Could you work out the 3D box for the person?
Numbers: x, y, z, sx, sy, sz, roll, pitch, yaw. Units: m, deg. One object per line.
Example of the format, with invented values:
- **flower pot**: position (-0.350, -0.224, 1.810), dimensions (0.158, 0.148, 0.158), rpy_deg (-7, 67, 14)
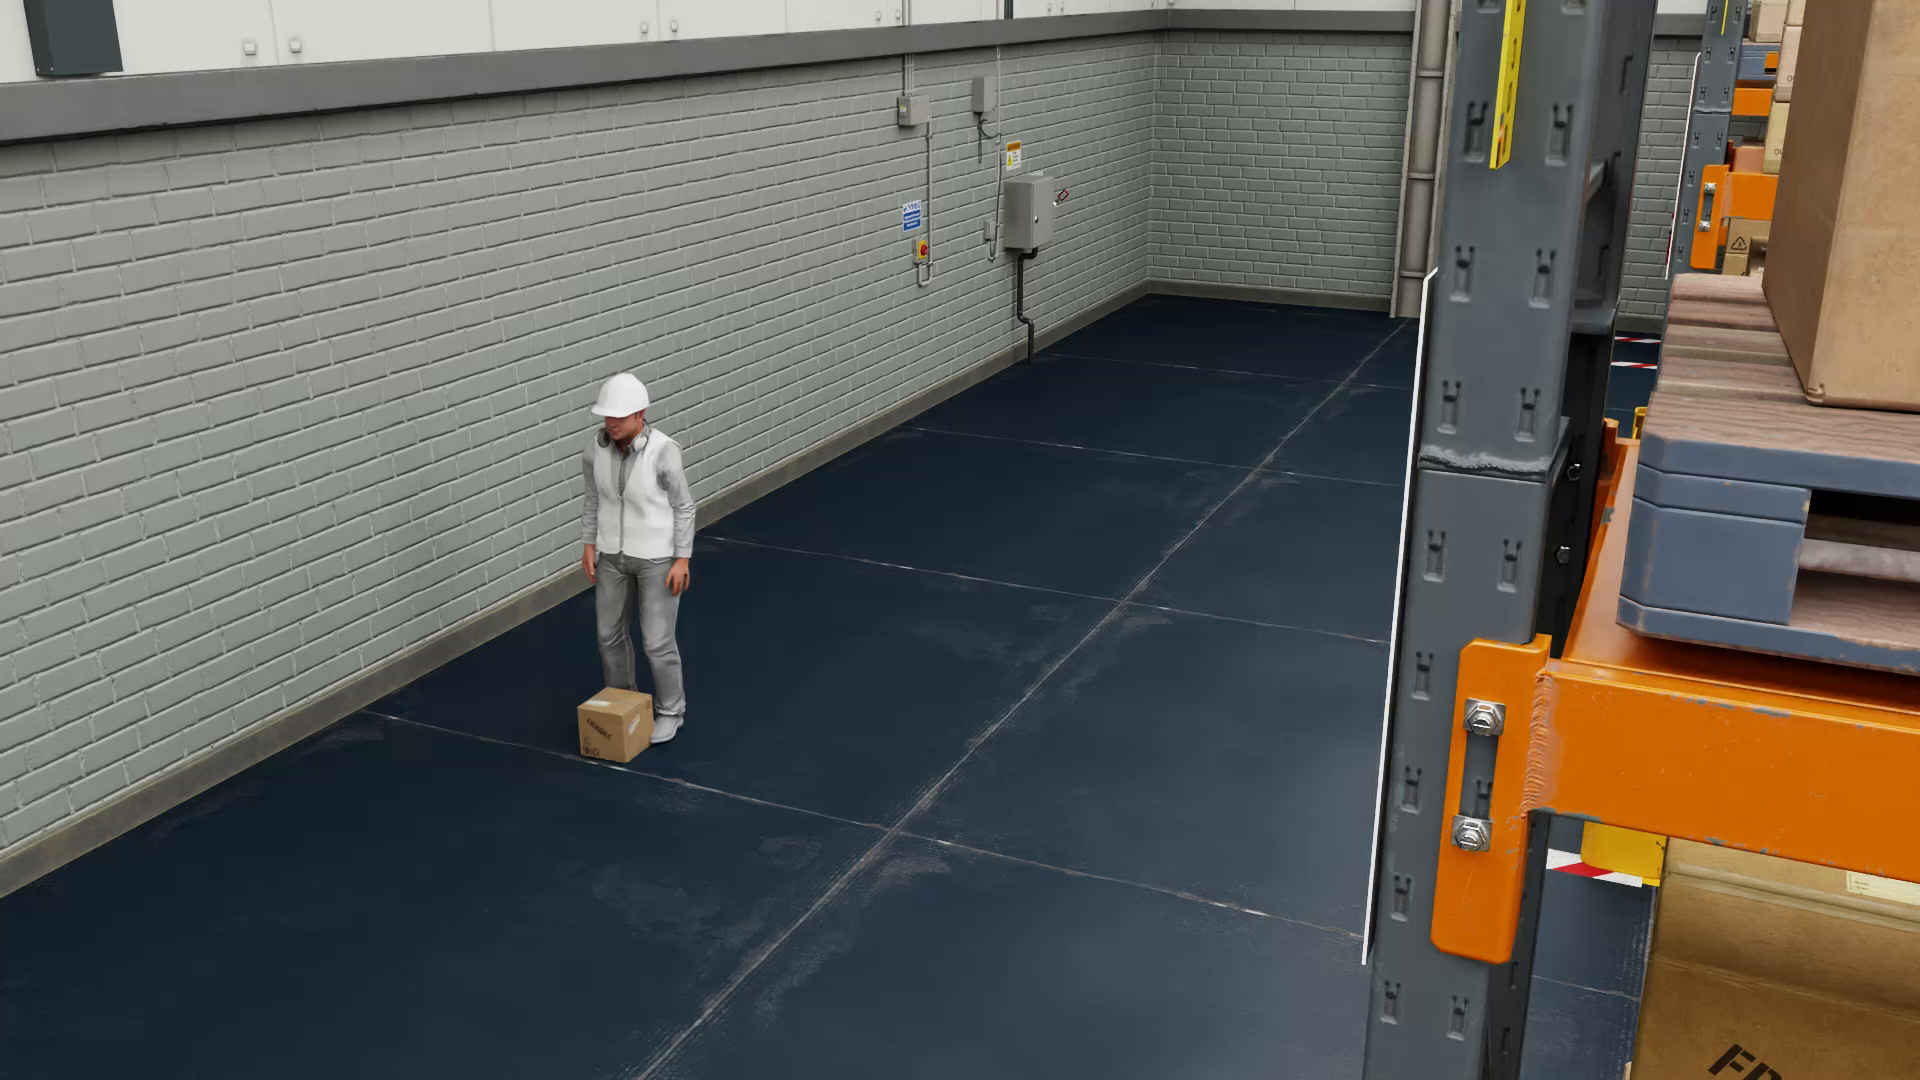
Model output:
- **person**: position (-1.517, 0.073, 7.813), dimensions (0.578, 1.770, 0.466), rpy_deg (7, 20, 21)
